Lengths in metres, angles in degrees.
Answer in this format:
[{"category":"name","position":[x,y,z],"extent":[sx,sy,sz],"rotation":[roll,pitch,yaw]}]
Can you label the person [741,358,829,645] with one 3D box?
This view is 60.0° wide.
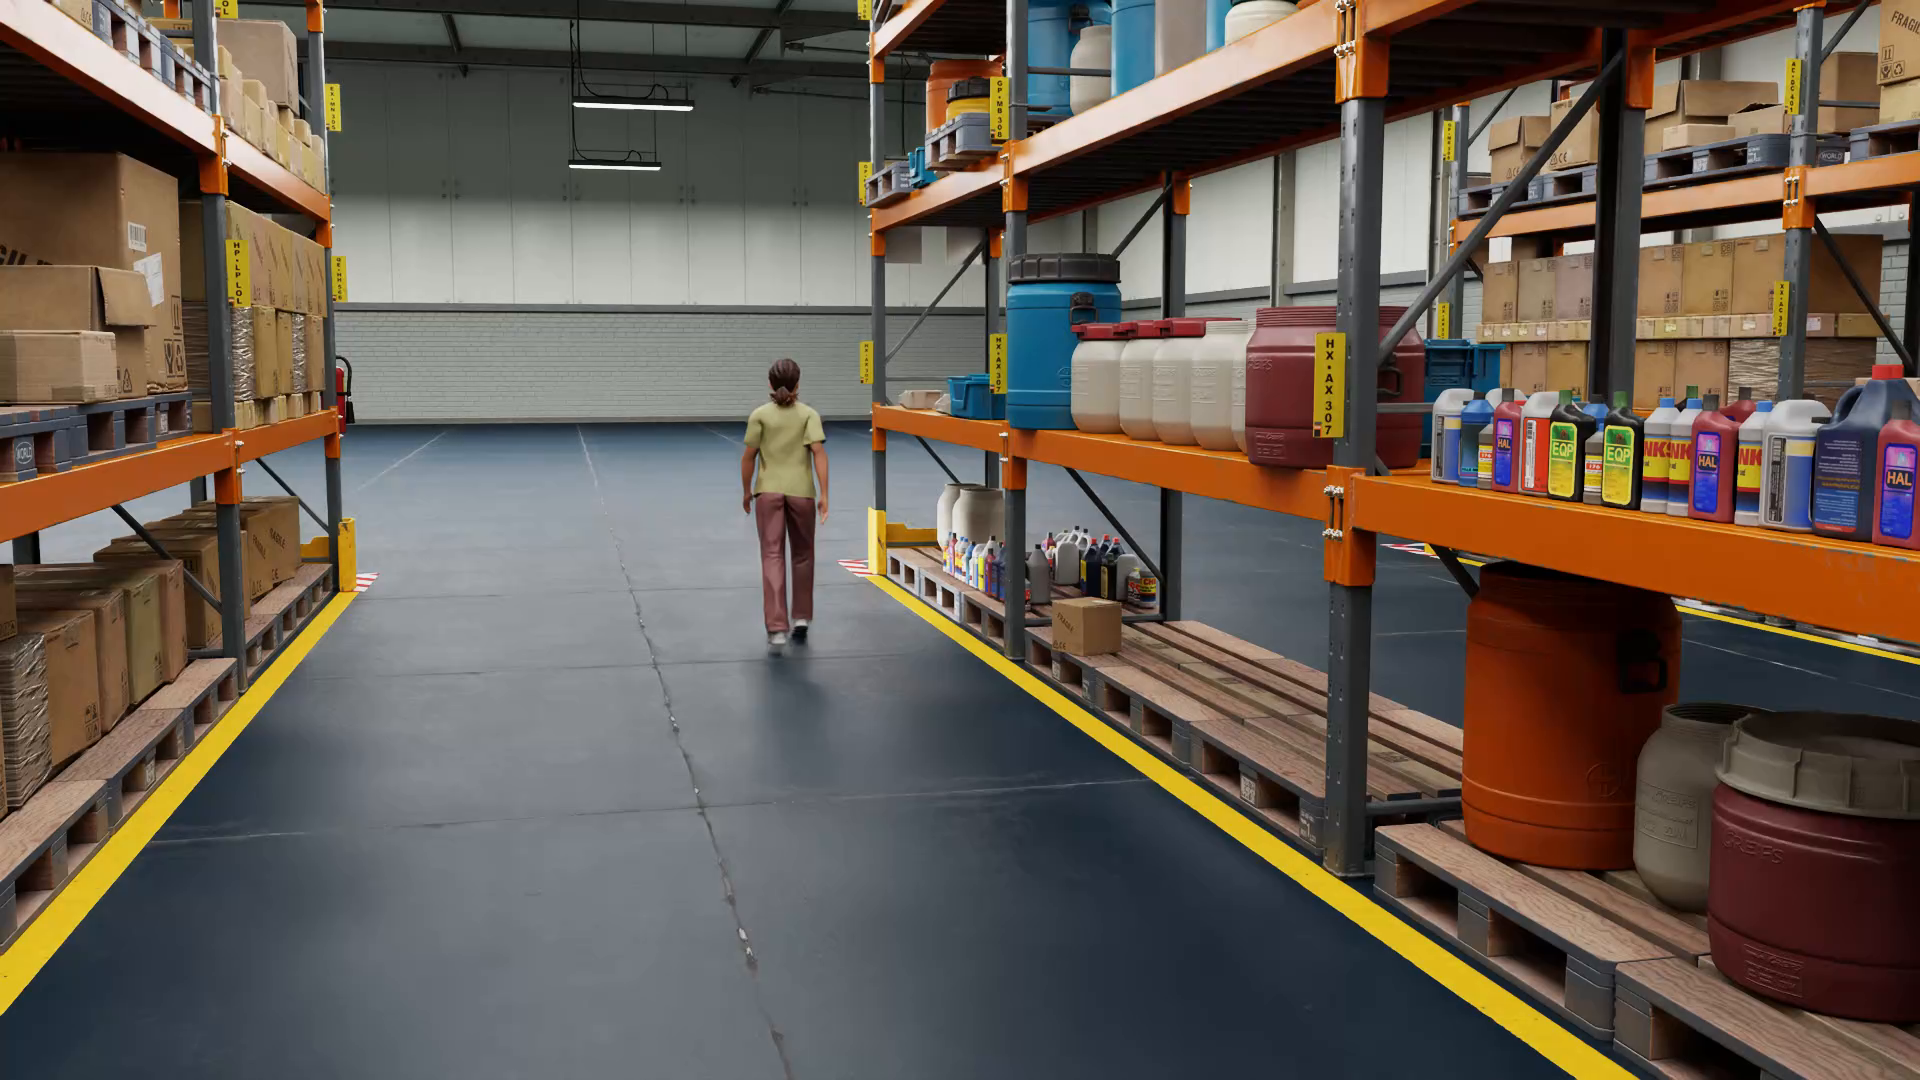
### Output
[{"category":"person","position":[-1.026,-0.225,9.718],"extent":[0.497,1.664,0.882],"rotation":[-1,6,-8]}]
